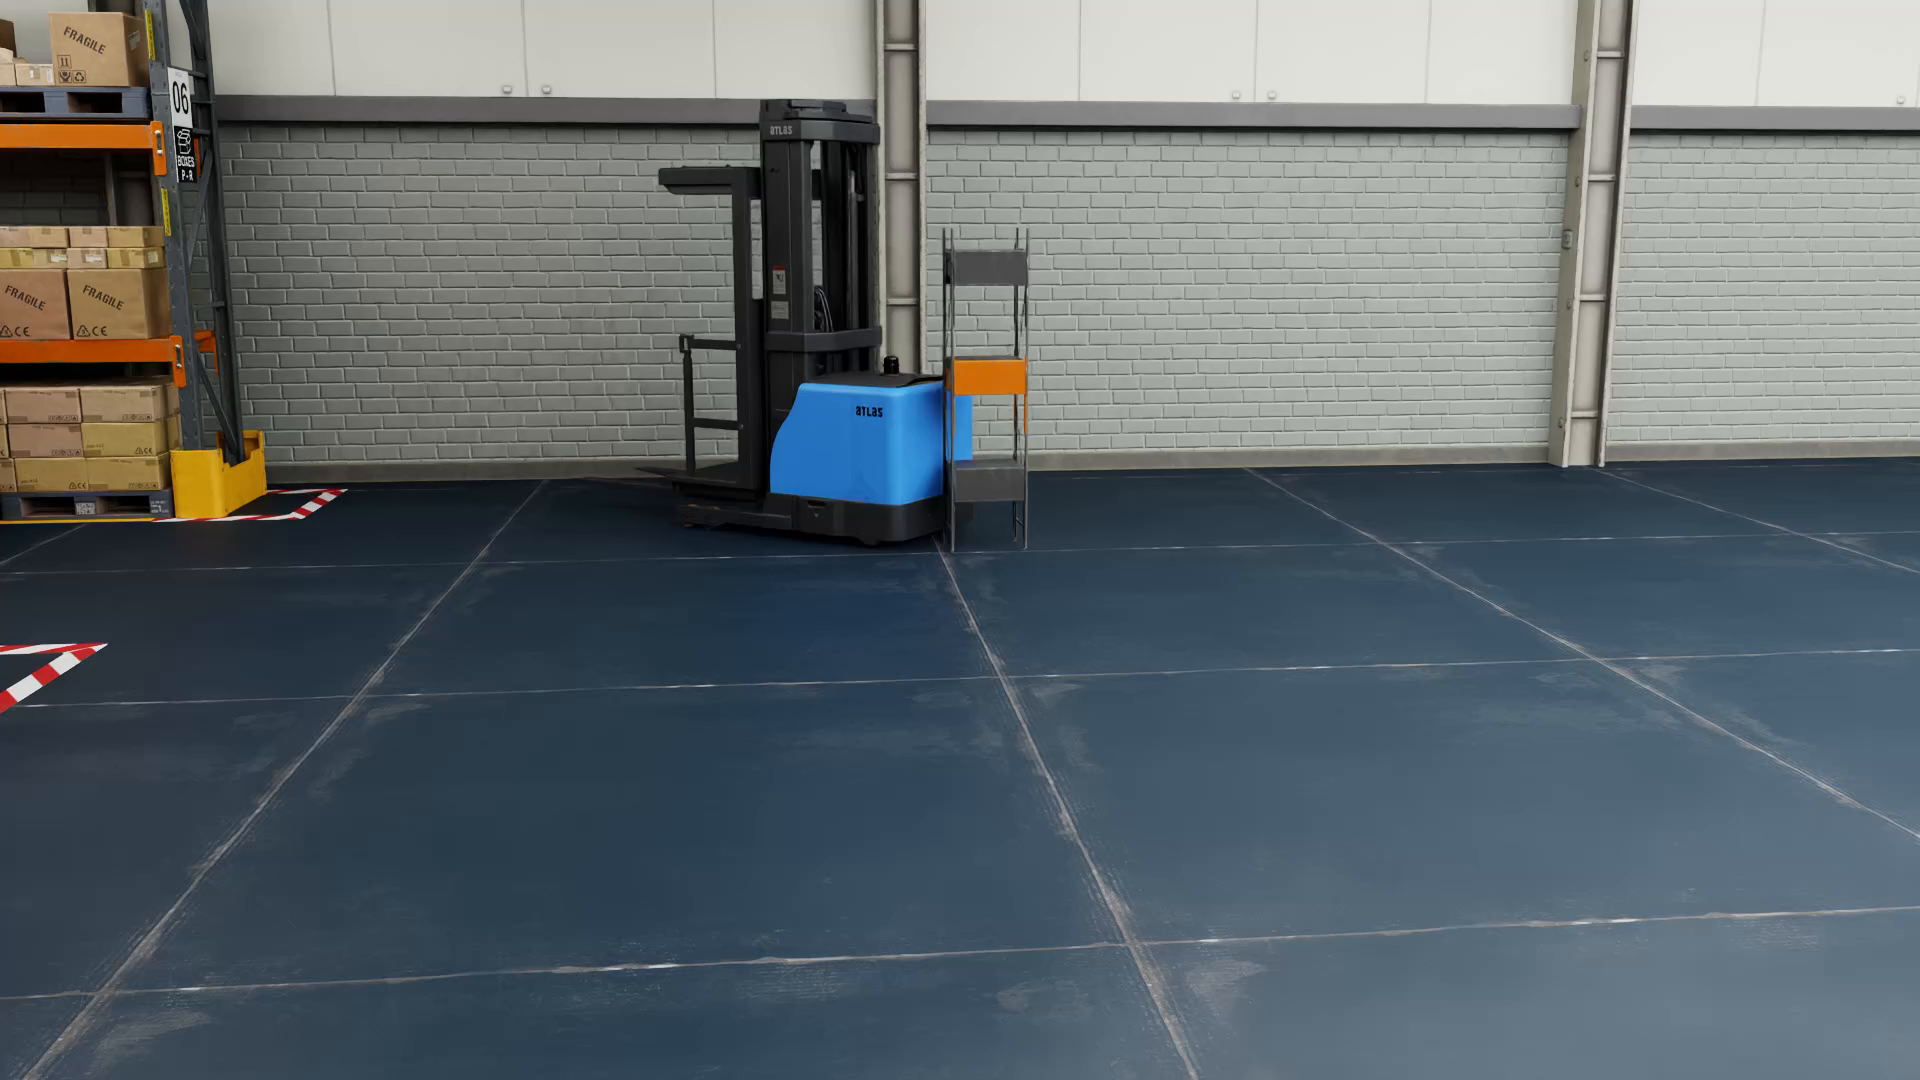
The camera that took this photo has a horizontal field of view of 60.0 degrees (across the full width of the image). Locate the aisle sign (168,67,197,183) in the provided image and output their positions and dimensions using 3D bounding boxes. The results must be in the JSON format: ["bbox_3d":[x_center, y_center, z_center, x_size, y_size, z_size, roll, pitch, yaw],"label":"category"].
[{"bbox_3d":[-5.566,-2.960,11.907,0.004,0.787,0.394,-1,11,-6],"label":"aisle sign"}]

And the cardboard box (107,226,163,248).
[{"bbox_3d":[-5.996,-2.204,12.093,0.250,0.149,0.380,-1,11,-6],"label":"cardboard box"}]

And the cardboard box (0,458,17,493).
[{"bbox_3d":[-7.089,-0.508,12.217,0.500,0.250,0.500,-1,11,-5],"label":"cardboard box"}]

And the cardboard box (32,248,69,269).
[{"bbox_3d":[-6.493,-2.041,12.032,0.250,0.149,0.380,-1,11,-5],"label":"cardboard box"}]

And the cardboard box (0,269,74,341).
[{"bbox_3d":[-6.640,-1.718,12.074,0.500,0.500,0.500,-1,11,-4],"label":"cardboard box"}]

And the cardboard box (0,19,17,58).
[{"bbox_3d":[-7.106,-3.457,11.793,0.500,0.500,0.700,-1,11,-6],"label":"cardboard box"}]

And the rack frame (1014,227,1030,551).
[{"bbox_3d":[0.405,-0.996,10.992,0.015,2.100,0.400,-2,11,-9],"label":"rack frame"}]

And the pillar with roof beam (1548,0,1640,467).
[{"bbox_3d":[5.942,-4.265,9.737,0.400,9.000,9.100,-1,11,-6],"label":"pillar with roof beam"}]

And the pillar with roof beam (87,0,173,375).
[{"bbox_3d":[-5.987,-4.015,8.465,0.400,9.000,9.100,-1,11,-6],"label":"pillar with roof beam"}]

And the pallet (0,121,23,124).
[{"bbox_3d":[-7.584,-3.132,11.975,1.213,0.211,1.003,-1,11,-6],"label":"pallet"}]

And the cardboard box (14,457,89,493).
[{"bbox_3d":[-6.591,-0.517,12.261,0.500,0.250,0.500,-1,11,-6],"label":"cardboard box"}]

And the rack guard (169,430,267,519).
[{"bbox_3d":[-5.639,-0.513,12.681,0.348,0.500,1.175,-1,11,-6],"label":"rack guard"}]

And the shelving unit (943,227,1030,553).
[{"bbox_3d":[0.164,-0.989,10.954,0.503,2.100,0.431,-2,11,-9],"label":"shelving unit"}]

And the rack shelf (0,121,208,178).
[{"bbox_3d":[-7.651,-2.816,12.006,4.000,0.370,1.077,-1,11,-6],"label":"rack shelf"}]

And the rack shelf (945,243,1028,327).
[{"bbox_3d":[0.164,-1.662,10.822,0.480,0.518,0.431,-2,11,-9],"label":"rack shelf"}]

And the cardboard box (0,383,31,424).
[{"bbox_3d":[-7.094,-0.993,12.090,0.500,0.250,0.500,-1,11,-5],"label":"cardboard box"}]

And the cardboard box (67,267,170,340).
[{"bbox_3d":[-6.124,-1.727,12.120,0.500,0.500,0.500,-1,11,-7],"label":"cardboard box"}]

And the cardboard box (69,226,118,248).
[{"bbox_3d":[-6.238,-2.193,12.037,0.250,0.149,0.380,-1,11,-6],"label":"cardboard box"}]

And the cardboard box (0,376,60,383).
[{"bbox_3d":[-7.156,-1.093,12.601,0.500,0.250,0.500,-1,11,-6],"label":"cardboard box"}]

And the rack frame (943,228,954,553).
[{"bbox_3d":[-0.077,-0.981,10.916,0.015,2.100,0.400,-2,11,-9],"label":"rack frame"}]

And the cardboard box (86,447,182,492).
[{"bbox_3d":[-6.096,-0.526,12.304,0.500,0.250,0.500,-1,11,-6],"label":"cardboard box"}]

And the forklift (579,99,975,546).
[{"bbox_3d":[-1.421,-1.588,11.848,3.031,2.935,1.130,7,13,31],"label":"forklift"}]

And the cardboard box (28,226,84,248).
[{"bbox_3d":[-6.495,-2.183,11.983,0.250,0.149,0.380,-1,11,-5],"label":"cardboard box"}]

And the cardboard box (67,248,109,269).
[{"bbox_3d":[-6.228,-2.034,11.999,0.250,0.149,0.380,-1,11,-5],"label":"cardboard box"}]

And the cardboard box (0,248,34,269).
[{"bbox_3d":[-6.740,-2.038,12.016,0.250,0.149,0.380,-1,11,-6],"label":"cardboard box"}]

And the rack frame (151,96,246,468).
[{"bbox_3d":[-5.663,-1.739,12.438,0.127,3.000,1.000,-1,11,-6],"label":"rack frame"}]

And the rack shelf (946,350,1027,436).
[{"bbox_3d":[0.164,-0.975,10.957,0.480,0.518,0.431,-2,11,-9],"label":"rack shelf"}]

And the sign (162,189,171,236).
[{"bbox_3d":[-5.618,-2.319,11.772,0.005,0.325,0.100,-1,11,-6],"label":"sign"}]

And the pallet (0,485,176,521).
[{"bbox_3d":[-6.418,-0.347,12.585,1.213,0.211,1.003,-1,11,-6],"label":"pallet"}]

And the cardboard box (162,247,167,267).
[{"bbox_3d":[-6.028,-2.149,12.583,0.250,0.149,0.380,-1,11,-8],"label":"cardboard box"}]

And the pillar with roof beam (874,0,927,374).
[{"bbox_3d":[-0.022,-4.140,9.101,0.400,9.000,9.100,-1,11,-6],"label":"pillar with roof beam"}]

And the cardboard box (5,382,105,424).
[{"bbox_3d":[-6.594,-1.005,12.153,0.500,0.250,0.500,-1,11,-5],"label":"cardboard box"}]

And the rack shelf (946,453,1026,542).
[{"bbox_3d":[0.164,-0.288,11.092,0.480,0.518,0.431,-2,11,-9],"label":"rack shelf"}]

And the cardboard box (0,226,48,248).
[{"bbox_3d":[-6.751,-2.192,12.029,0.250,0.149,0.380,-1,11,-6],"label":"cardboard box"}]

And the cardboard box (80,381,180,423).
[{"bbox_3d":[-6.087,-1.017,12.213,0.500,0.250,0.500,-1,11,-4],"label":"cardboard box"}]

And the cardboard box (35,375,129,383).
[{"bbox_3d":[-6.657,-1.102,12.643,0.500,0.250,0.500,-1,11,-6],"label":"cardboard box"}]

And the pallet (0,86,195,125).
[{"bbox_3d":[-6.368,-3.158,12.107,1.213,0.211,1.003,-1,11,-6],"label":"pallet"}]

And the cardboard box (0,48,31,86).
[{"bbox_3d":[-6.706,-3.319,11.700,0.258,0.266,0.396,-1,11,-6],"label":"cardboard box"}]

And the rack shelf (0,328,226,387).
[{"bbox_3d":[-7.651,-1.344,12.295,4.000,0.370,1.077,-1,11,-6],"label":"rack shelf"}]

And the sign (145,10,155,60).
[{"bbox_3d":[-5.618,-3.502,11.540,0.005,0.325,0.100,-1,11,-6],"label":"sign"}]

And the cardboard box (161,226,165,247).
[{"bbox_3d":[-6.020,-2.286,12.510,0.250,0.149,0.380,-1,11,-7],"label":"cardboard box"}]

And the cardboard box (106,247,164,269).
[{"bbox_3d":[-5.977,-2.045,12.055,0.250,0.149,0.380,-1,11,-5],"label":"cardboard box"}]

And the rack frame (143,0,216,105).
[{"bbox_3d":[-5.663,-4.683,11.859,0.127,3.000,1.000,-1,11,-6],"label":"rack frame"}]

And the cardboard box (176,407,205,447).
[{"bbox_3d":[-6.153,-0.871,12.767,0.500,0.250,0.500,-1,11,-5],"label":"cardboard box"}]

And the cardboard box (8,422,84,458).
[{"bbox_3d":[-6.613,-0.763,12.215,0.500,0.250,0.500,-1,11,-7],"label":"cardboard box"}]

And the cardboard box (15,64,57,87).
[{"bbox_3d":[-6.454,-3.267,11.738,0.250,0.149,0.380,-2,11,-8],"label":"cardboard box"}]

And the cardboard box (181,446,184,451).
[{"bbox_3d":[-6.172,-0.623,12.801,0.500,0.250,0.500,-1,11,-6],"label":"cardboard box"}]

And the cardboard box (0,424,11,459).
[{"bbox_3d":[-7.124,-0.748,12.140,0.500,0.250,0.500,-1,11,-7],"label":"cardboard box"}]

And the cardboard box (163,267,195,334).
[{"bbox_3d":[-6.185,-1.831,12.646,0.500,0.500,0.500,-1,11,-4],"label":"cardboard box"}]

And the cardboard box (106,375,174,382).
[{"bbox_3d":[-6.161,-1.113,12.700,0.500,0.250,0.500,-1,11,-7],"label":"cardboard box"}]

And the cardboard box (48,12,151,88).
[{"bbox_3d":[-6.076,-3.459,11.804,0.500,0.500,0.500,-1,11,-4],"label":"cardboard box"}]

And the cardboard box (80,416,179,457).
[{"bbox_3d":[-6.113,-0.771,12.258,0.500,0.250,0.500,-1,11,-7],"label":"cardboard box"}]
